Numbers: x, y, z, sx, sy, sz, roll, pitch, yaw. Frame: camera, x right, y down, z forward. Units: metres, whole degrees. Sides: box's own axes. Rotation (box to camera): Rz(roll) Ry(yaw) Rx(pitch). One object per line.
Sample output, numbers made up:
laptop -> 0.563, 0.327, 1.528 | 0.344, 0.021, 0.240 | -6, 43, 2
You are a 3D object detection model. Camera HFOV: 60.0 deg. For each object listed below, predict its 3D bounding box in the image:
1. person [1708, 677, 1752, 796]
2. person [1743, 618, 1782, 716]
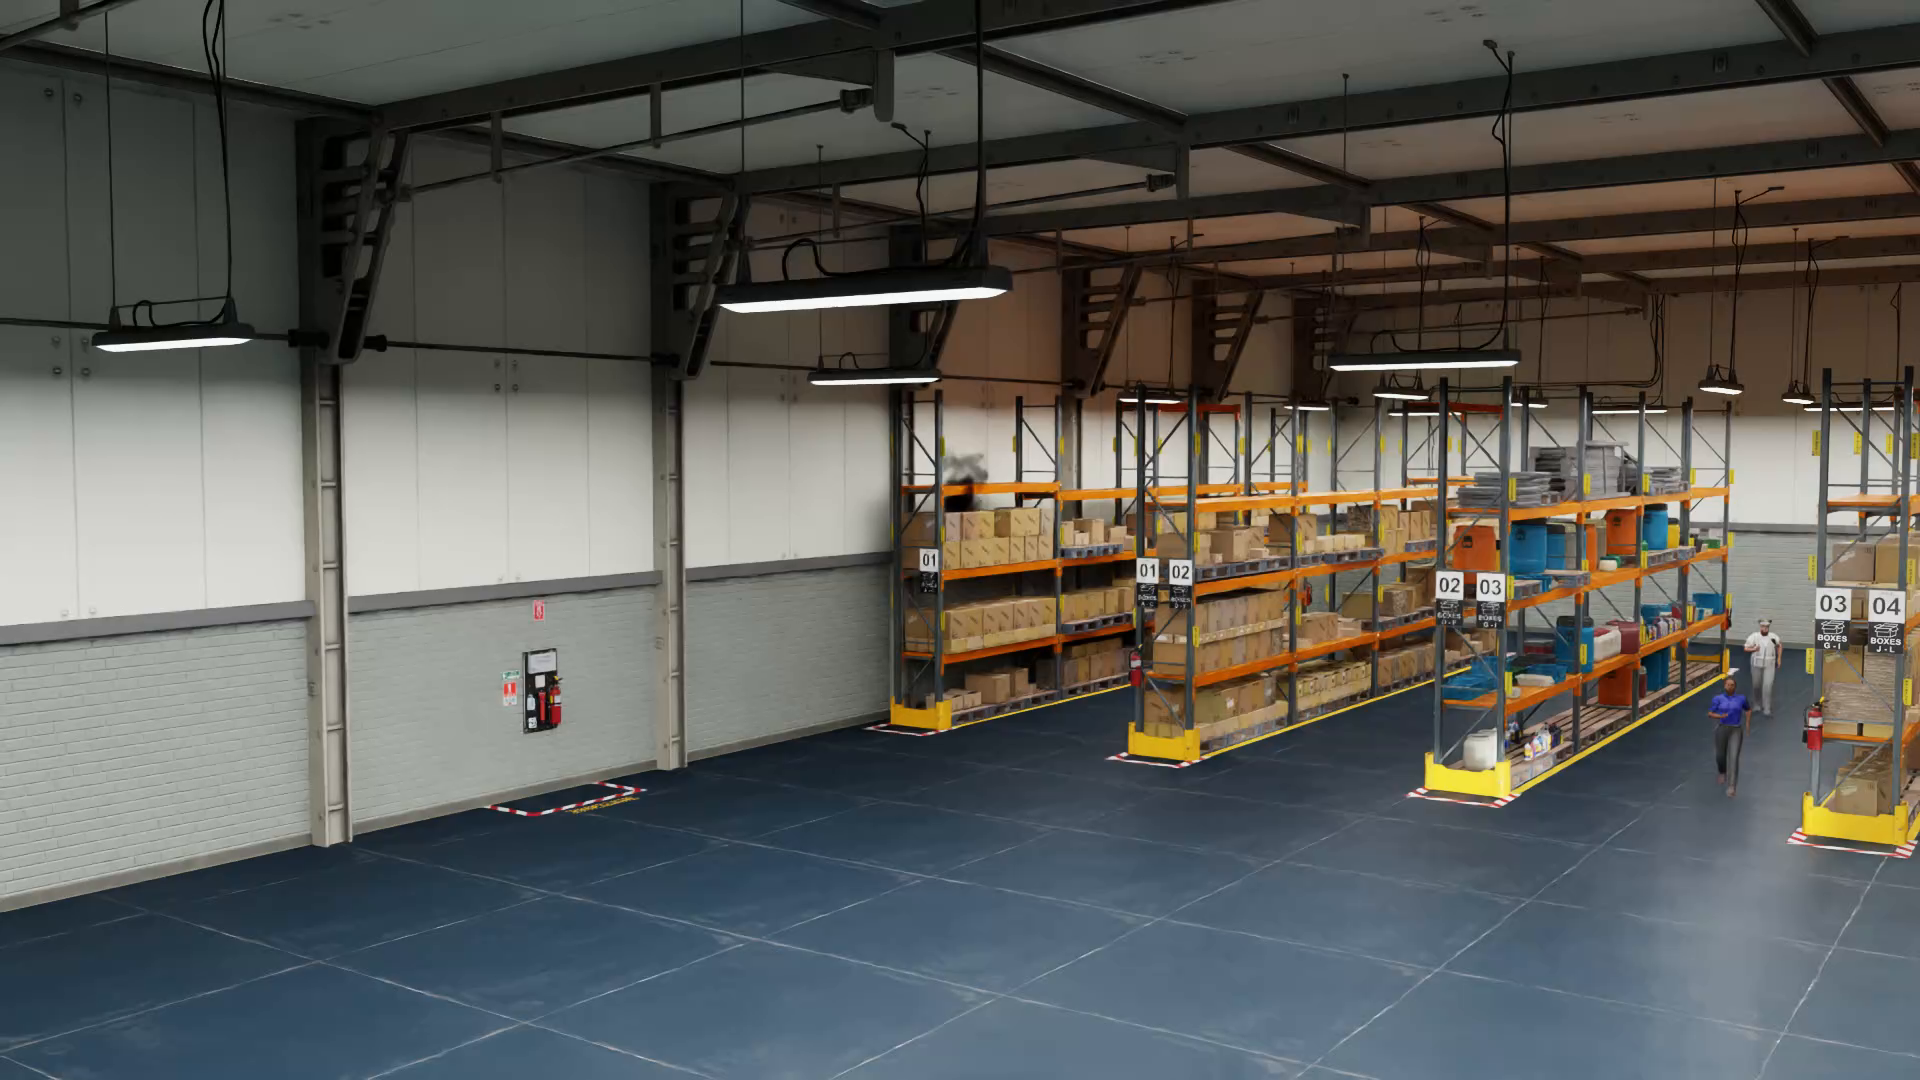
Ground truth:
person -> 11.122, 2.800, 24.040 | 0.575, 1.644, 0.938 | 2, 4, 27
person -> 14.938, 2.348, 30.939 | 0.665, 1.778, 0.929 | 1, 3, 23
